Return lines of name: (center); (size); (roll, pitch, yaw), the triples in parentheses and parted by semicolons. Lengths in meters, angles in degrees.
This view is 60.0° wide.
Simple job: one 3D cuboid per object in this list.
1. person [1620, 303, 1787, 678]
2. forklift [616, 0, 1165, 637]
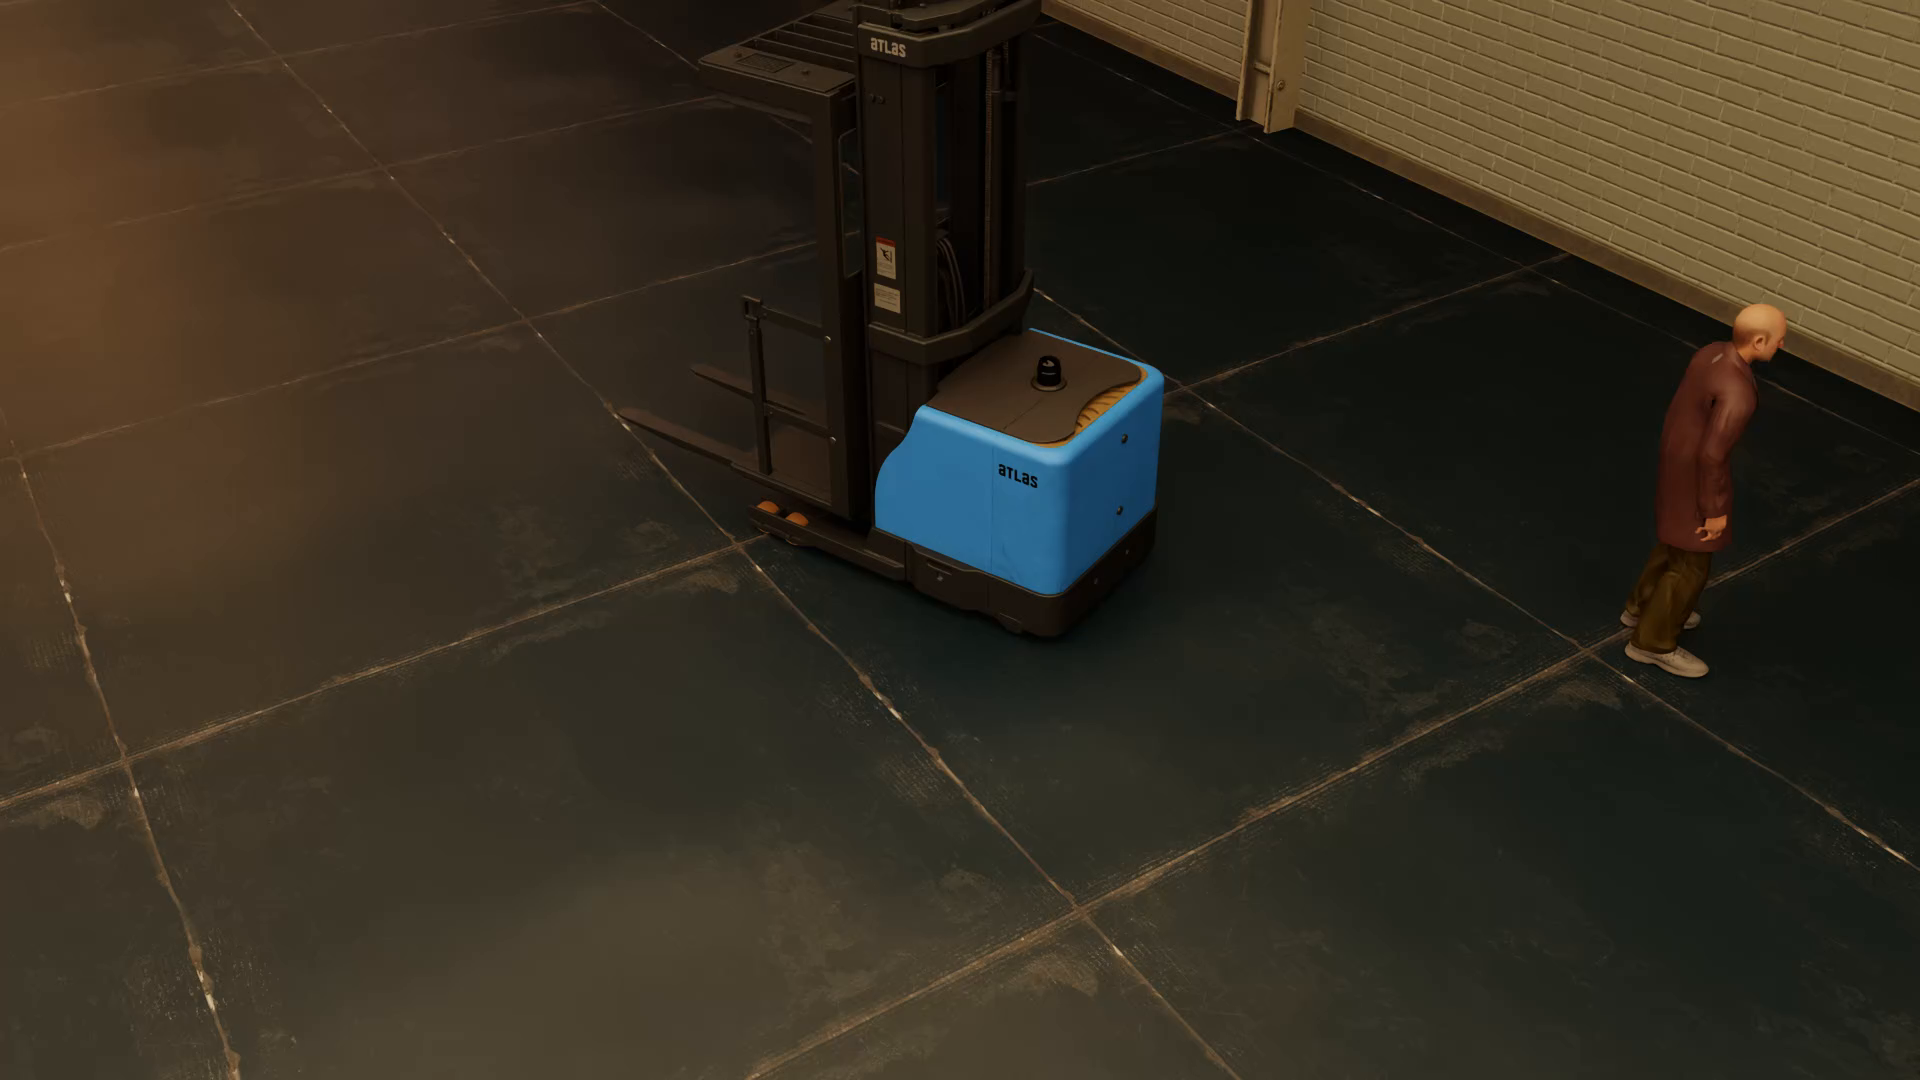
person: (3.356, -0.255, 7.518); (0.436, 1.772, 0.644); (7, 36, 10)
forklift: (-0.500, -1.399, 8.138); (3.031, 2.935, 1.130); (22, 41, 28)
